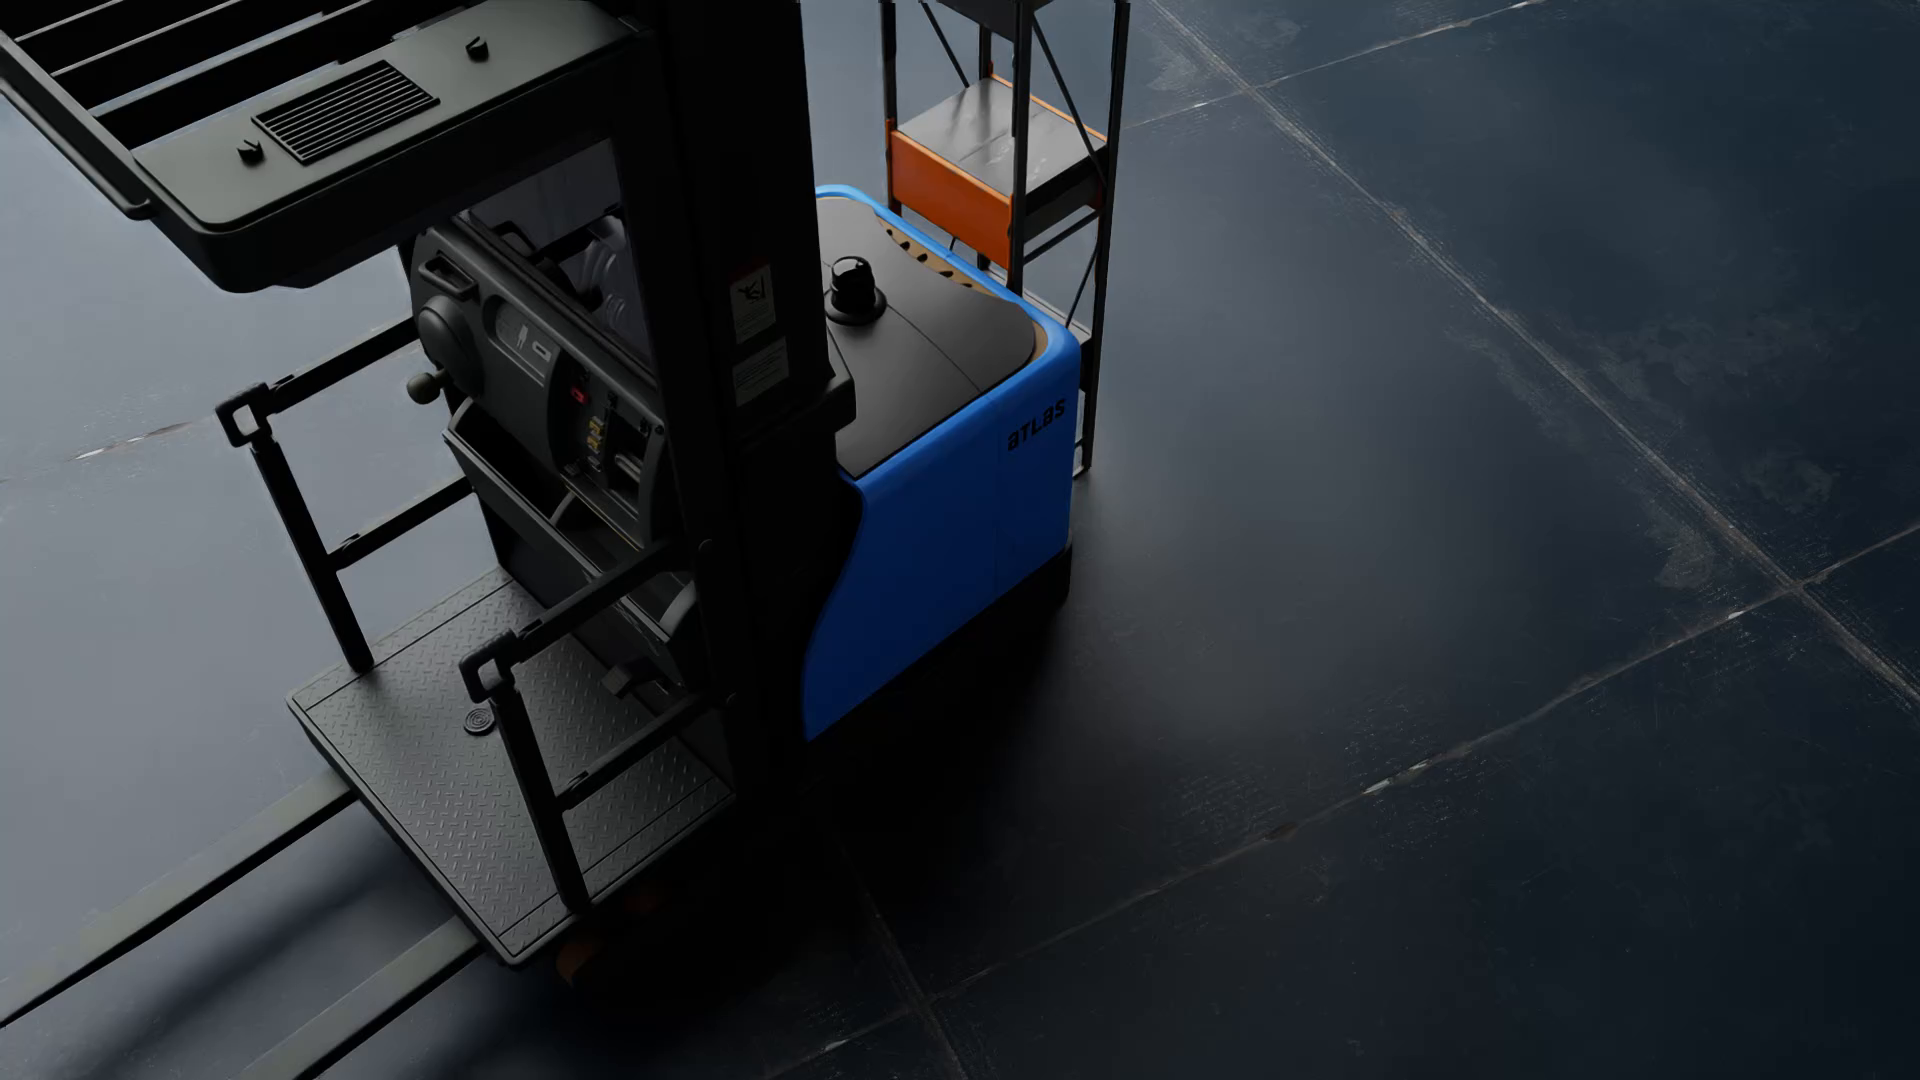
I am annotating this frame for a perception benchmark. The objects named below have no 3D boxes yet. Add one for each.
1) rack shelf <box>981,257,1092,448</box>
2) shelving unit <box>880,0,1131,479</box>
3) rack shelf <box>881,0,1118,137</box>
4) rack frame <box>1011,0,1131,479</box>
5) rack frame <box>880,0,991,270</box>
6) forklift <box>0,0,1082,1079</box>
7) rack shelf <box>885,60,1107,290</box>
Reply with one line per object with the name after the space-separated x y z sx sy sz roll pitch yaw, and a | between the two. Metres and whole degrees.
0.112 -0.496 5.237 0.431 0.518 0.480 -37 58 -28 | rack shelf
0.112 -0.965 4.699 0.431 2.100 0.503 -37 58 -28 | shelving unit
0.112 -1.417 4.183 0.431 0.518 0.480 -37 58 -28 | rack shelf
0.284 -0.835 4.585 0.400 2.100 0.015 -37 58 -28 | rack frame
-0.059 -1.096 4.813 0.400 2.100 0.015 -37 58 -28 | rack frame
-1.081 -0.268 3.537 3.031 2.935 1.130 -36 58 -27 | forklift
0.112 -0.956 4.710 0.431 0.518 0.480 -37 58 -28 | rack shelf
